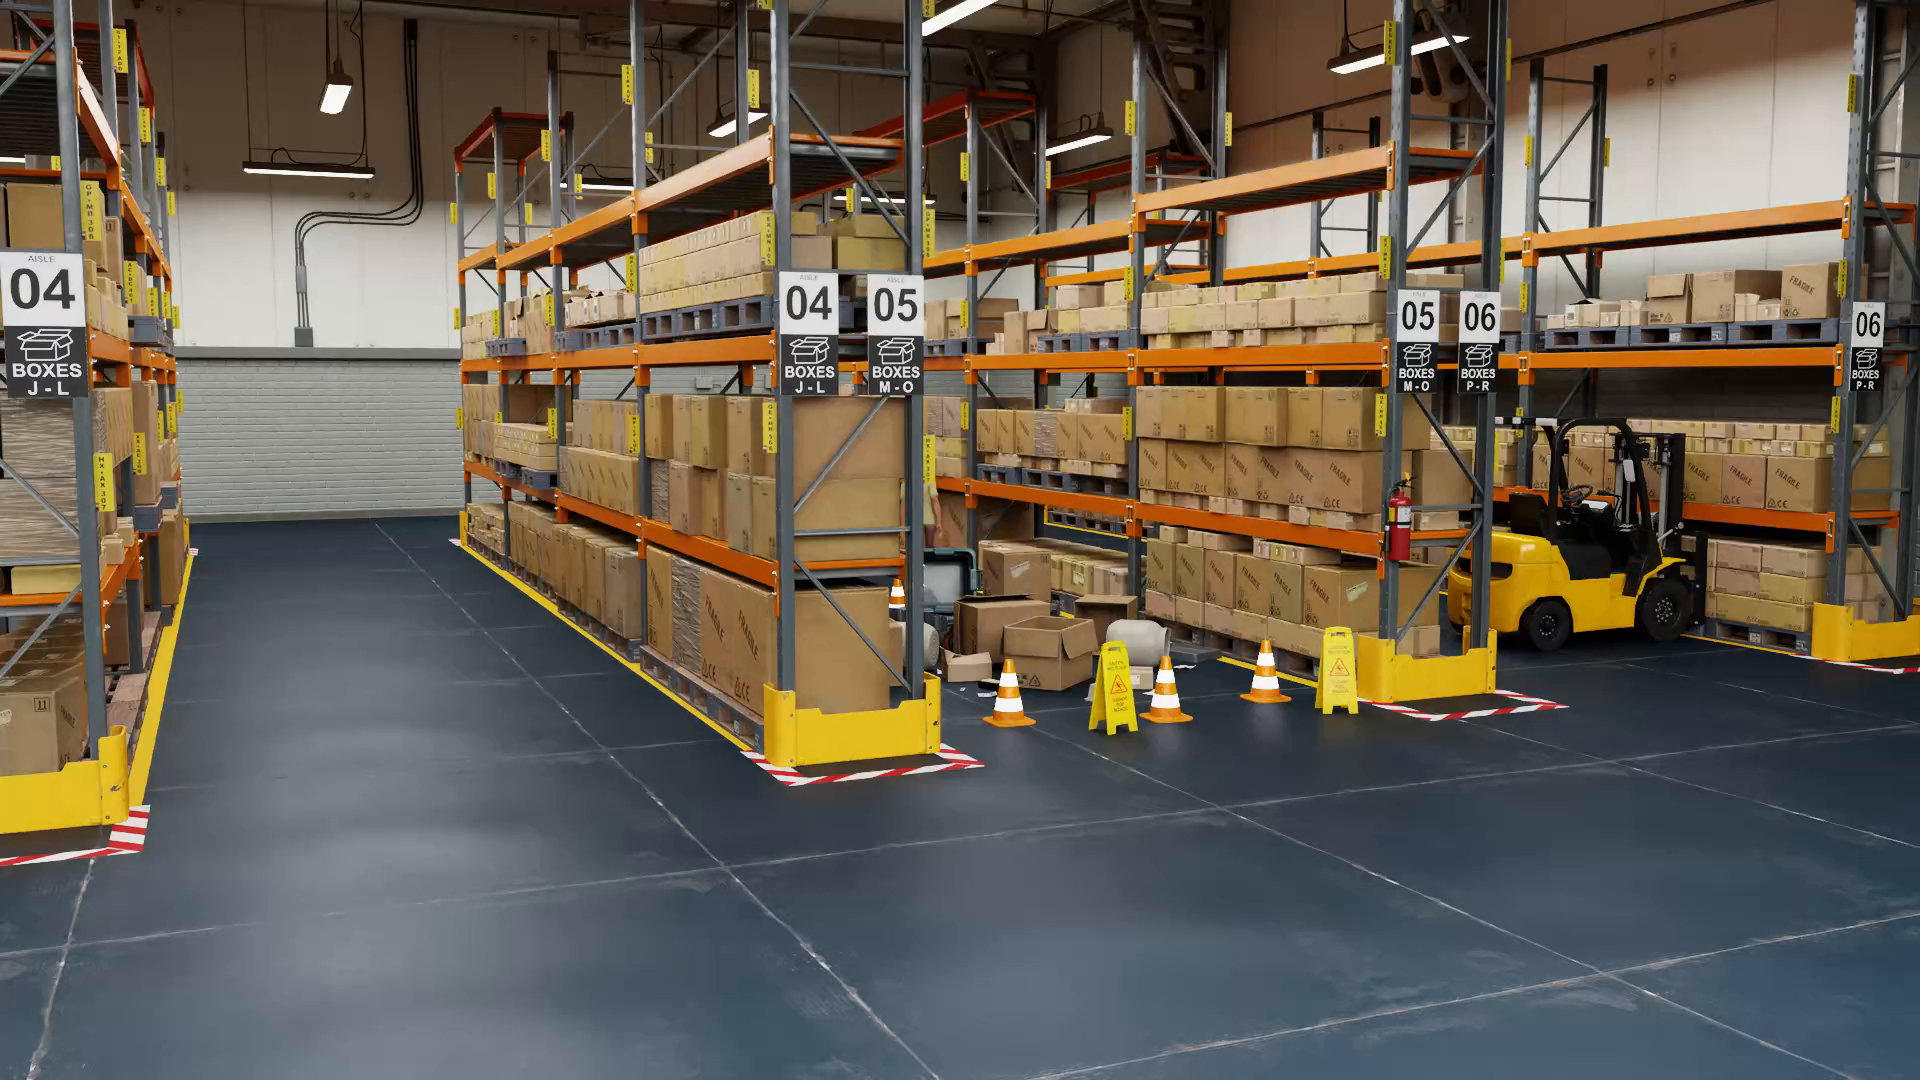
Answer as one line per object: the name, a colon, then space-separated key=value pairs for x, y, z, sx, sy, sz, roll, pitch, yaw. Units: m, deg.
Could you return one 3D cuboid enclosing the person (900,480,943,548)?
person: x=-0.456 y=-0.111 z=18.736 sx=0.471 sy=1.693 sz=0.576 roll=-2 pitch=6 yaw=-19
